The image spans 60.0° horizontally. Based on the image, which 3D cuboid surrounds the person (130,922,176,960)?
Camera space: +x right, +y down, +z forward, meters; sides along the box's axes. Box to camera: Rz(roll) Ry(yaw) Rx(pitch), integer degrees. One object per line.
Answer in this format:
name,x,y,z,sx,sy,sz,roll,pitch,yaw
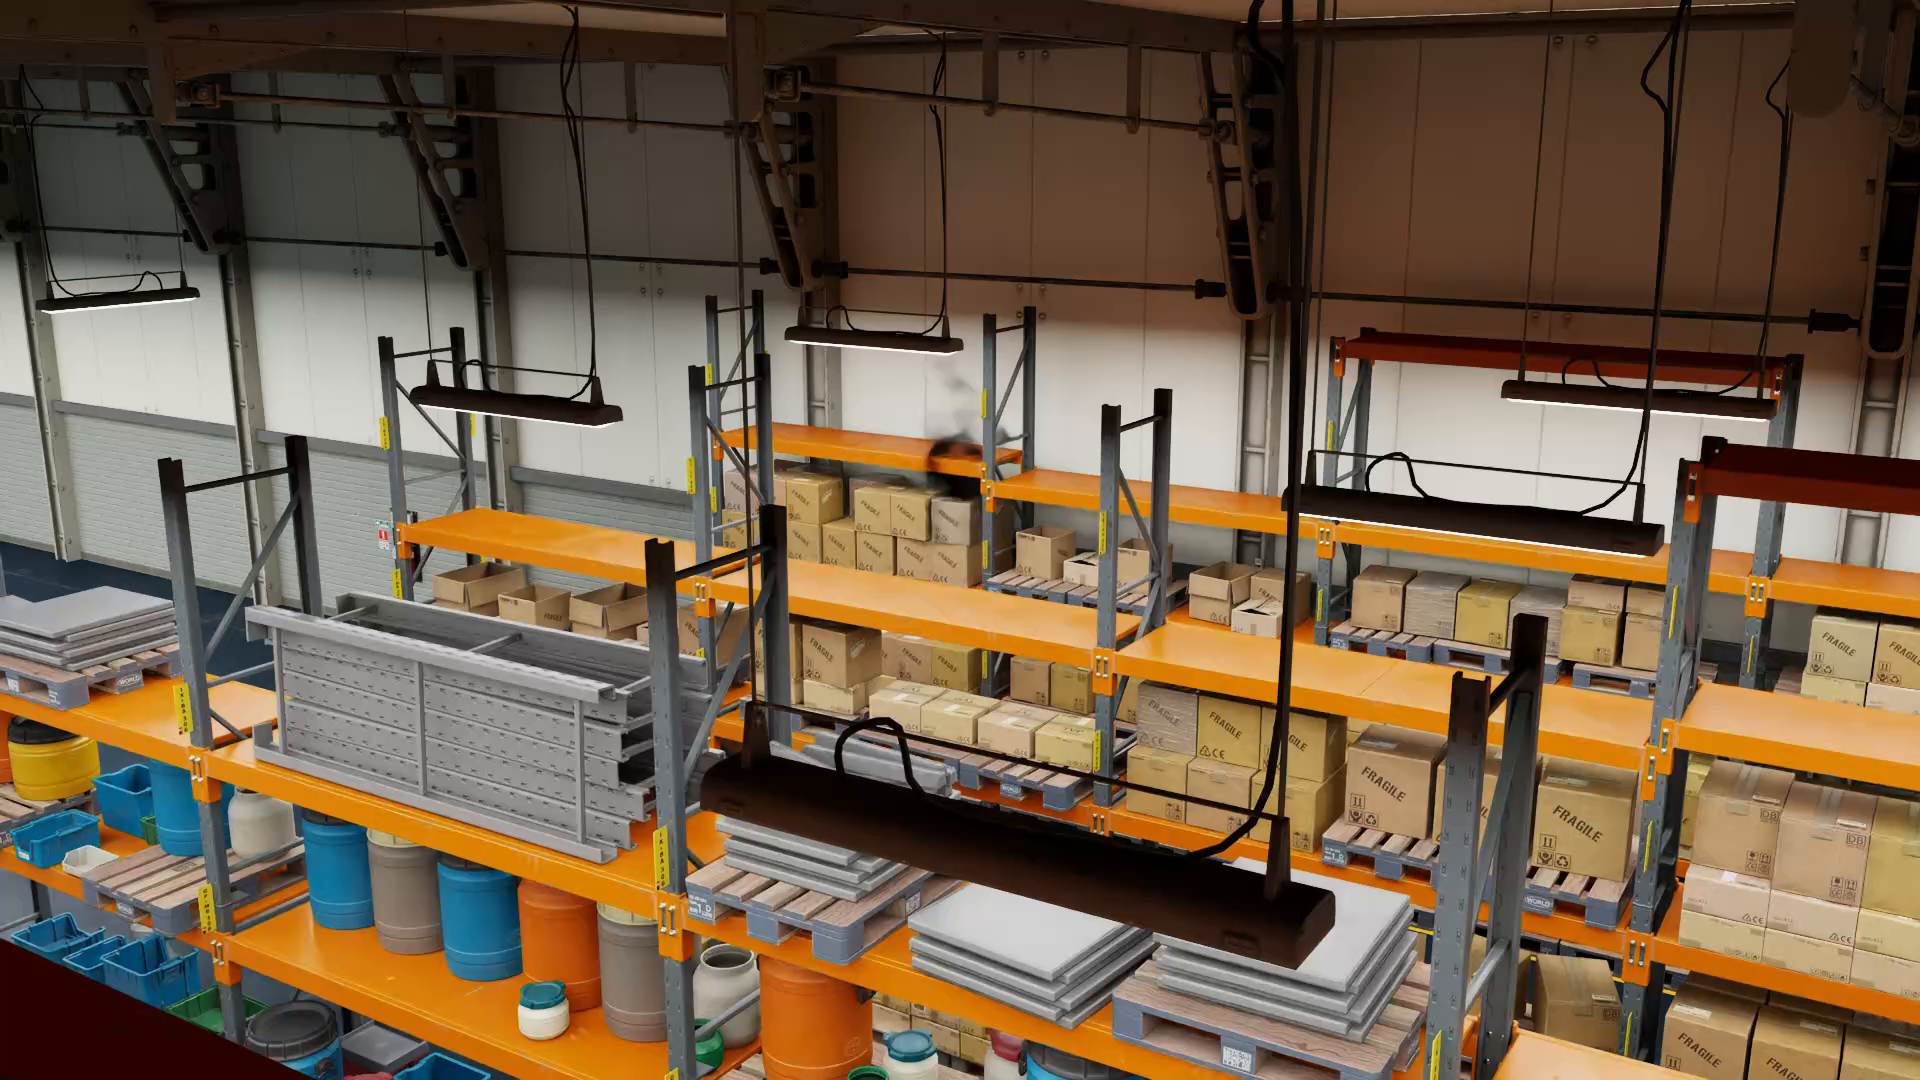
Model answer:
person,-7.527,3.529,15.487,0.515,1.753,0.651,8,16,28
